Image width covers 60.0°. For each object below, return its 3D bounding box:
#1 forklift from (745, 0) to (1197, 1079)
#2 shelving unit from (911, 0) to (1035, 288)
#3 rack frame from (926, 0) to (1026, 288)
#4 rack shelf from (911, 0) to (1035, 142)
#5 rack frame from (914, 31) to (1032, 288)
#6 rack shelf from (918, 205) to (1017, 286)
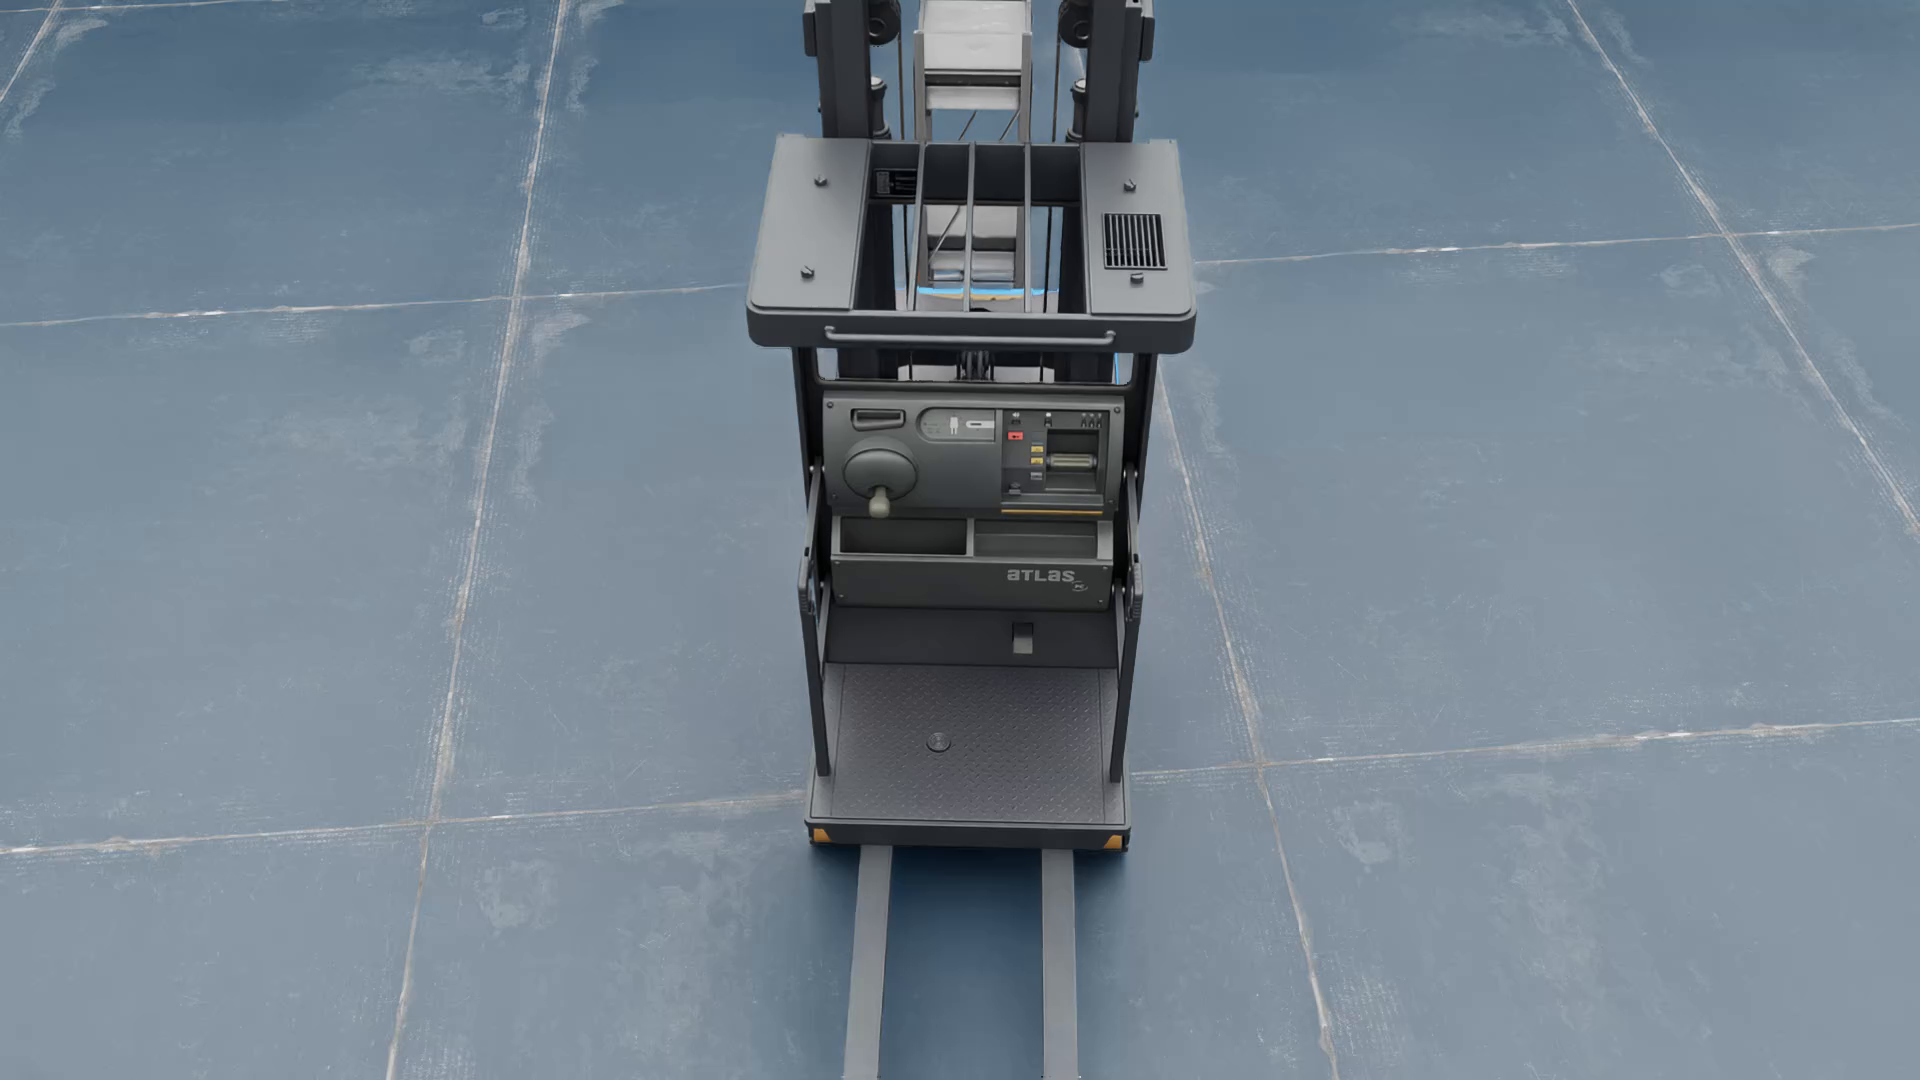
[{"bbox_3d":[0.037,-0.162,5.022,1.130,2.935,3.031,1,47,1],"label":"forklift"},{"bbox_3d":[0.051,-1.169,6.548,0.431,2.100,0.503,1,47,1],"label":"shelving unit"},{"bbox_3d":[0.058,-1.346,6.715,0.400,2.100,0.015,1,47,1],"label":"rack frame"},{"bbox_3d":[0.051,-1.641,6.049,0.431,0.518,0.480,1,47,1],"label":"rack shelf"},{"bbox_3d":[0.044,-0.992,6.380,0.400,2.100,0.015,1,47,1],"label":"rack frame"},{"bbox_3d":[0.051,-1.160,6.557,0.431,0.518,0.480,1,47,1],"label":"rack shelf"}]
